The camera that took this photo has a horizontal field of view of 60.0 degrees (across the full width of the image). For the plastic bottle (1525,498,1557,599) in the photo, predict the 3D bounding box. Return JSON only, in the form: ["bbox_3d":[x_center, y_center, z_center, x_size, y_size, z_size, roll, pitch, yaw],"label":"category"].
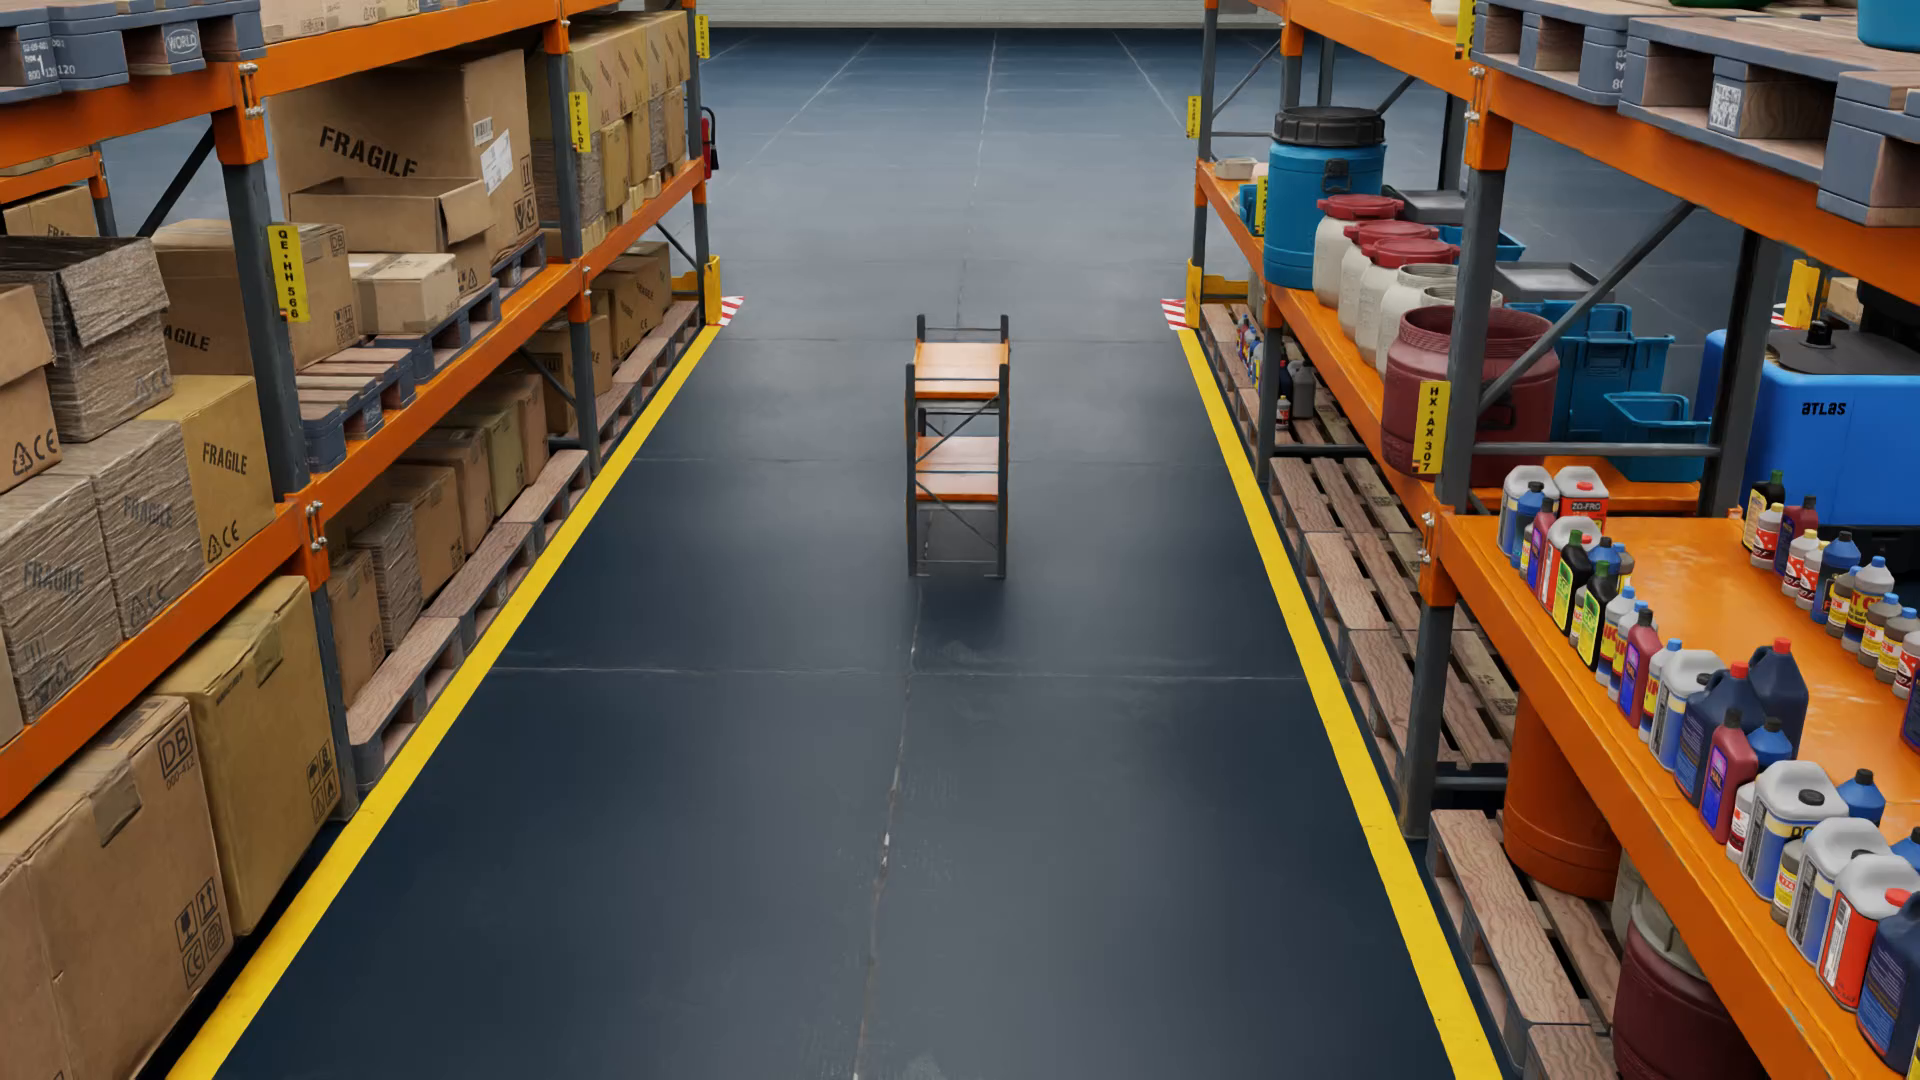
[{"bbox_3d":[1.755,0.025,4.980,0.061,0.283,0.133,1,21,2],"label":"plastic bottle"}]

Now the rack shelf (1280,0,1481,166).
[{"bbox_3d":[2.207,-2.087,7.109,1.077,0.370,4.000,1,21,2],"label":"rack shelf"}]

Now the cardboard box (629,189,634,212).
[{"bbox_3d":[-2.362,-2.211,10.929,0.380,0.149,0.250,1,21,2],"label":"cardboard box"}]

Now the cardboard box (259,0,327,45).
[{"bbox_3d":[-2.535,-1.851,5.714,0.500,0.250,0.500,1,21,3],"label":"cardboard box"}]

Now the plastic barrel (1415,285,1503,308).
[{"bbox_3d":[1.964,-0.727,6.602,0.421,0.512,0.421,0,21,0],"label":"plastic barrel"}]

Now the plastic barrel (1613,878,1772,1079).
[{"bbox_3d":[2.114,1.213,4.509,0.600,0.588,0.708,1,21,2],"label":"plastic barrel"}]

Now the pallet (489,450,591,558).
[{"bbox_3d":[-2.705,-0.220,9.305,1.003,0.211,1.213,1,21,2],"label":"pallet"}]

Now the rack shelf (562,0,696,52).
[{"bbox_3d":[-2.622,-3.588,10.977,1.077,0.370,4.000,1,21,2],"label":"rack shelf"}]

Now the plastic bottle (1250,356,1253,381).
[{"bbox_3d":[2.001,-1.172,11.162,0.097,0.201,0.097,0,21,0],"label":"plastic bottle"}]

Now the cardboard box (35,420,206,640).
[{"bbox_3d":[-2.592,-0.041,4.849,0.500,0.500,0.500,0,21,1],"label":"cardboard box"}]

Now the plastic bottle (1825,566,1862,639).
[{"bbox_3d":[2.523,0.173,4.711,0.097,0.201,0.097,0,21,0],"label":"plastic bottle"}]

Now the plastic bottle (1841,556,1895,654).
[{"bbox_3d":[2.520,0.176,4.607,0.097,0.271,0.097,0,21,0],"label":"plastic bottle"}]

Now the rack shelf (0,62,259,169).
[{"bbox_3d":[-2.865,-0.695,3.522,1.077,0.370,4.000,1,21,2],"label":"rack shelf"}]

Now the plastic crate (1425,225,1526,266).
[{"bbox_3d":[2.546,-1.338,8.351,0.392,0.384,0.575,1,21,2],"label":"plastic crate"}]

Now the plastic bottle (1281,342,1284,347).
[{"bbox_3d":[2.131,-1.166,11.034,0.061,0.283,0.133,1,21,2],"label":"plastic bottle"}]

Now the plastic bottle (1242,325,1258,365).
[{"bbox_3d":[2.013,-1.351,11.527,0.097,0.271,0.097,0,21,0],"label":"plastic bottle"}]

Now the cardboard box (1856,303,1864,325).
[{"bbox_3d":[7.091,-1.679,12.431,0.500,0.250,0.500,1,21,2],"label":"cardboard box"}]

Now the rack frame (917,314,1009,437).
[{"bbox_3d":[0.015,-0.706,9.293,0.500,1.125,0.032,1,21,2],"label":"rack frame"}]

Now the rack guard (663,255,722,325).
[{"bbox_3d":[-2.563,-2.055,13.634,1.175,0.500,0.348,1,21,2],"label":"rack guard"}]

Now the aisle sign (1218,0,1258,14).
[{"bbox_3d":[2.099,-4.435,12.718,0.394,0.787,0.004,1,21,2],"label":"aisle sign"}]

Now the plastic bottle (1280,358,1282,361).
[{"bbox_3d":[2.006,-1.023,10.572,0.144,0.351,0.185,0,21,-1],"label":"plastic bottle"}]

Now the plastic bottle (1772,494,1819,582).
[{"bbox_3d":[2.554,-0.012,5.075,0.061,0.283,0.133,1,21,2],"label":"plastic bottle"}]

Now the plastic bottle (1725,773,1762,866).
[{"bbox_3d":[1.728,0.603,3.604,0.097,0.201,0.097,0,21,0],"label":"plastic bottle"}]

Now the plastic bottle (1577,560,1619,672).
[{"bbox_3d":[1.740,0.205,4.515,0.061,0.283,0.133,1,21,2],"label":"plastic bottle"}]

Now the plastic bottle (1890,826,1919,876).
[{"bbox_3d":[1.870,0.691,3.280,0.097,0.271,0.097,0,21,0],"label":"plastic bottle"}]

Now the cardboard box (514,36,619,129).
[{"bbox_3d":[-2.401,-2.794,10.151,0.500,0.500,0.500,1,21,2],"label":"cardboard box"}]

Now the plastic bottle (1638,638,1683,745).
[{"bbox_3d":[1.744,0.371,4.104,0.097,0.271,0.097,0,21,0],"label":"plastic bottle"}]

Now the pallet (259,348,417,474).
[{"bbox_3d":[-2.889,-0.525,6.500,1.213,0.211,1.003,1,21,2],"label":"pallet"}]

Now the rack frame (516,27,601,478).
[{"bbox_3d":[-2.682,-1.802,9.526,1.000,3.000,0.127,1,21,2],"label":"rack frame"}]

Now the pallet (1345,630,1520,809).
[{"bbox_3d":[2.209,0.719,6.883,1.003,0.211,1.213,1,21,2],"label":"pallet"}]

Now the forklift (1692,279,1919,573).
[{"bbox_3d":[5.526,-1.329,8.403,3.031,2.935,1.130,0,21,1],"label":"forklift"}]

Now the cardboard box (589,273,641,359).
[{"bbox_3d":[-2.618,-1.610,11.907,0.500,0.500,0.500,3,21,7],"label":"cardboard box"}]

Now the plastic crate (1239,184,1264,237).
[{"bbox_3d":[2.030,-2.081,10.451,0.499,0.251,0.616,1,21,2],"label":"plastic crate"}]

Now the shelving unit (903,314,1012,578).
[{"bbox_3d":[0.000,-0.522,8.819,0.538,1.125,1.048,1,21,2],"label":"shelving unit"}]

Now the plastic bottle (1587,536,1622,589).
[{"bbox_3d":[1.826,0.122,4.747,0.097,0.271,0.097,0,21,0],"label":"plastic bottle"}]

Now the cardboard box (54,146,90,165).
[{"bbox_3d":[-7.481,-3.274,13.114,0.875,0.550,0.550,1,21,2],"label":"cardboard box"}]

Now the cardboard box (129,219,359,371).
[{"bbox_3d":[-2.911,-0.996,6.732,0.700,0.500,0.500,4,22,10],"label":"cardboard box"}]

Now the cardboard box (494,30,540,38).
[{"bbox_3d":[-2.914,-2.980,10.632,0.500,0.500,0.500,1,21,2],"label":"cardboard box"}]

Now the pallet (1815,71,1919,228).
[{"bbox_3d":[1.951,-0.450,2.155,1.213,0.211,1.003,1,21,2],"label":"pallet"}]

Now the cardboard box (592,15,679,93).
[{"bbox_3d":[-2.340,-3.517,12.015,0.500,0.500,0.500,1,21,2],"label":"cardboard box"}]

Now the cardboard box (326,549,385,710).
[{"bbox_3d":[-2.804,0.362,6.796,0.700,0.500,0.500,0,21,-1],"label":"cardboard box"}]

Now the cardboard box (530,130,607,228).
[{"bbox_3d":[-2.607,-2.149,9.871,0.875,0.500,0.500,1,21,2],"label":"cardboard box"}]

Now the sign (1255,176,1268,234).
[{"bbox_3d":[1.719,-1.886,9.361,0.100,0.325,0.005,1,21,2],"label":"sign"}]

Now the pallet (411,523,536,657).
[{"bbox_3d":[-2.739,0.222,8.165,1.003,0.211,1.213,1,21,2],"label":"pallet"}]

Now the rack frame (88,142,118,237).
[{"bbox_3d":[-7.515,-3.339,13.488,1.000,3.000,0.127,1,21,2],"label":"rack frame"}]

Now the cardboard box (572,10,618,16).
[{"bbox_3d":[-2.850,-3.704,12.496,0.500,0.500,0.500,1,21,2],"label":"cardboard box"}]

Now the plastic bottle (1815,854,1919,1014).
[{"bbox_3d":[1.740,0.743,3.140,0.152,0.276,0.135,1,21,2],"label":"plastic bottle"}]

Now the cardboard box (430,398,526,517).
[{"bbox_3d":[-2.756,-0.447,8.883,0.700,0.500,0.500,1,21,1],"label":"cardboard box"}]

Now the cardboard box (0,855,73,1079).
[{"bbox_3d":[-2.900,1.331,3.809,1.225,0.875,0.875,0,21,0],"label":"cardboard box"}]

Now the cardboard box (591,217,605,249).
[{"bbox_3d":[-2.355,-1.849,9.996,0.380,0.149,0.250,1,21,2],"label":"cardboard box"}]

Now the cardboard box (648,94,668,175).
[{"bbox_3d":[-2.559,-2.872,11.735,0.875,0.500,0.500,1,21,2],"label":"cardboard box"}]

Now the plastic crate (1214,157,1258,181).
[{"bbox_3d":[2.041,-2.751,12.336,0.298,0.136,0.250,1,21,2],"label":"plastic crate"}]

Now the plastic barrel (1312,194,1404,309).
[{"bbox_3d":[2.020,-1.467,8.475,0.433,0.535,0.433,0,21,0],"label":"plastic barrel"}]

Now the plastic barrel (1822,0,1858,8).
[{"bbox_3d":[2.260,-1.441,4.061,0.301,0.262,0.301,0,21,0],"label":"plastic barrel"}]

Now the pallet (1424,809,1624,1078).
[{"bbox_3d":[2.164,1.285,5.426,1.003,0.211,1.213,1,21,2],"label":"pallet"}]

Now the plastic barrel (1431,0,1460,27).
[{"bbox_3d":[1.952,-2.097,6.332,0.301,0.262,0.301,0,21,0],"label":"plastic barrel"}]

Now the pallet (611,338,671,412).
[{"bbox_3d":[-2.663,-1.187,11.797,1.003,0.211,1.213,1,21,2],"label":"pallet"}]
